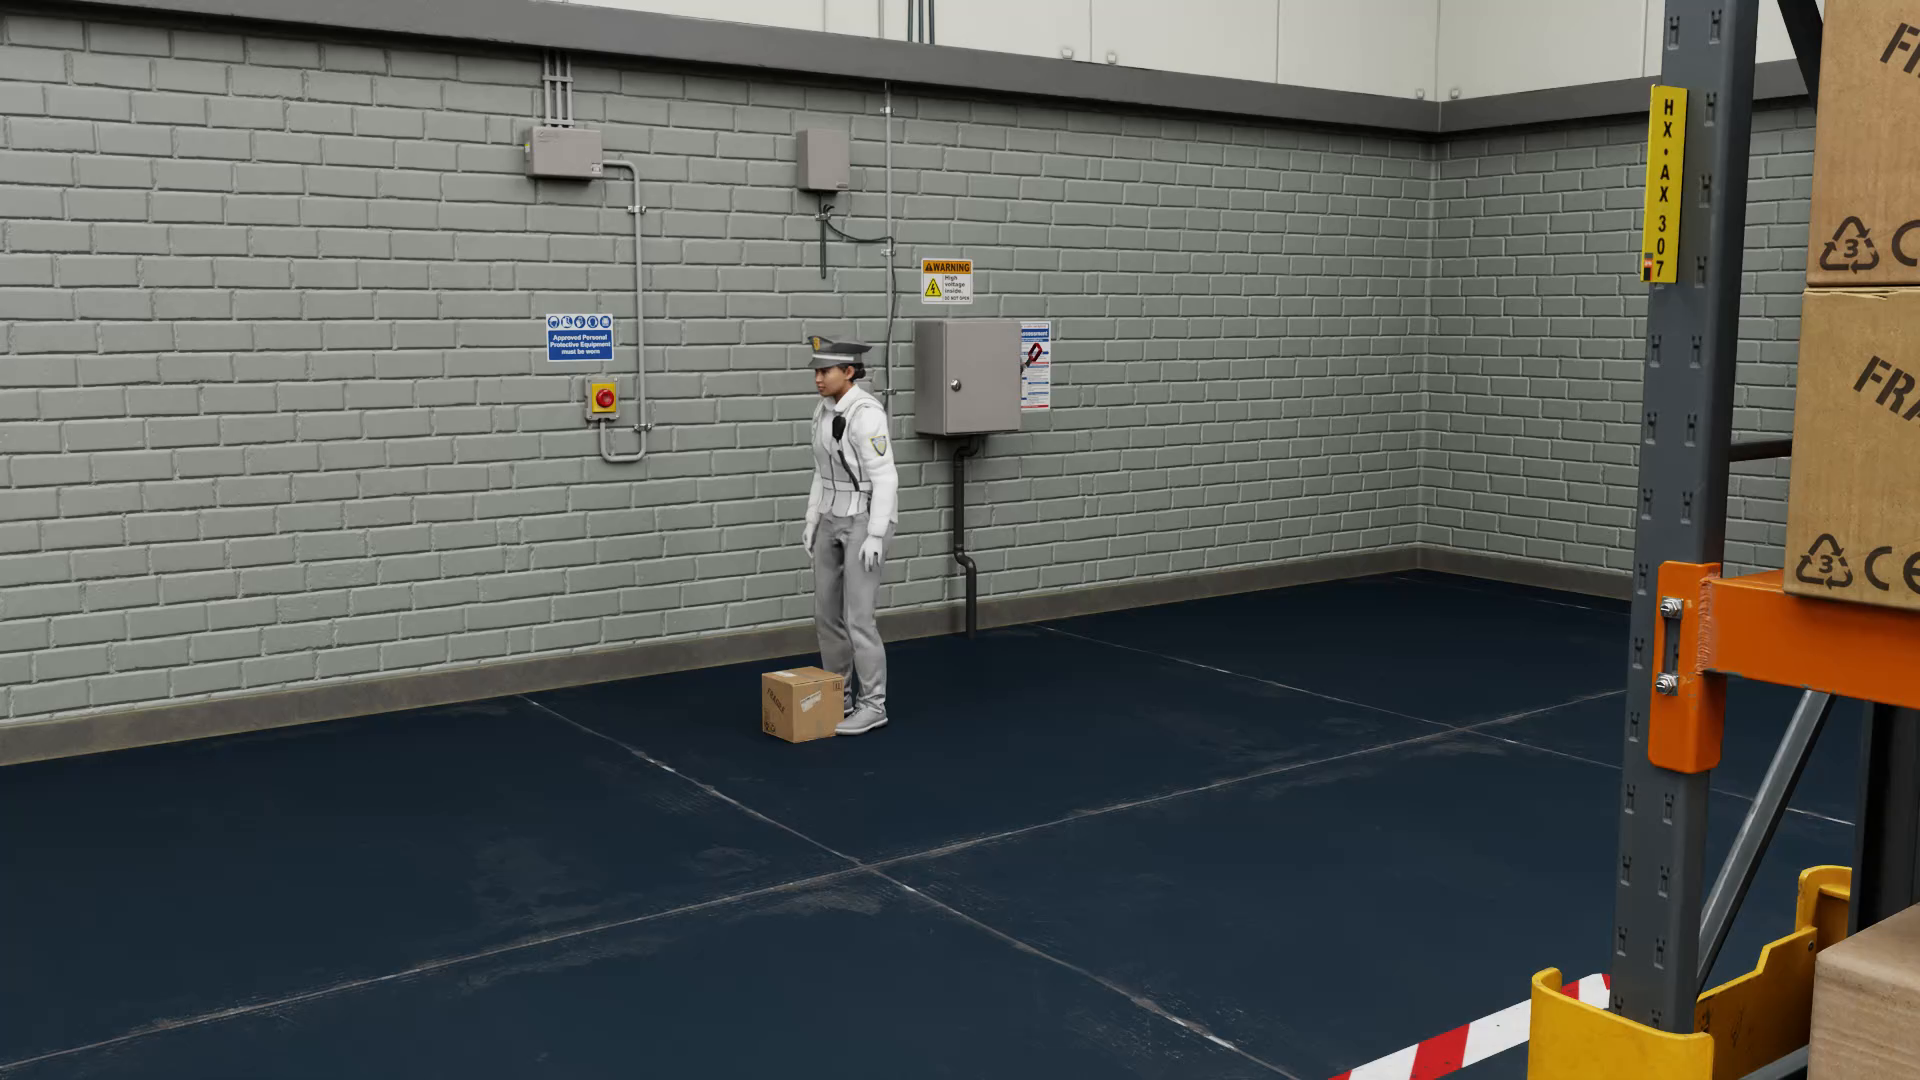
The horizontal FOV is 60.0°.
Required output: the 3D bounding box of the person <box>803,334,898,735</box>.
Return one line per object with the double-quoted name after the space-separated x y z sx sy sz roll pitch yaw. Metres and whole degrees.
-0.471 -0.031 7.018 0.376 1.663 0.539 -6 10 -37 "person"
